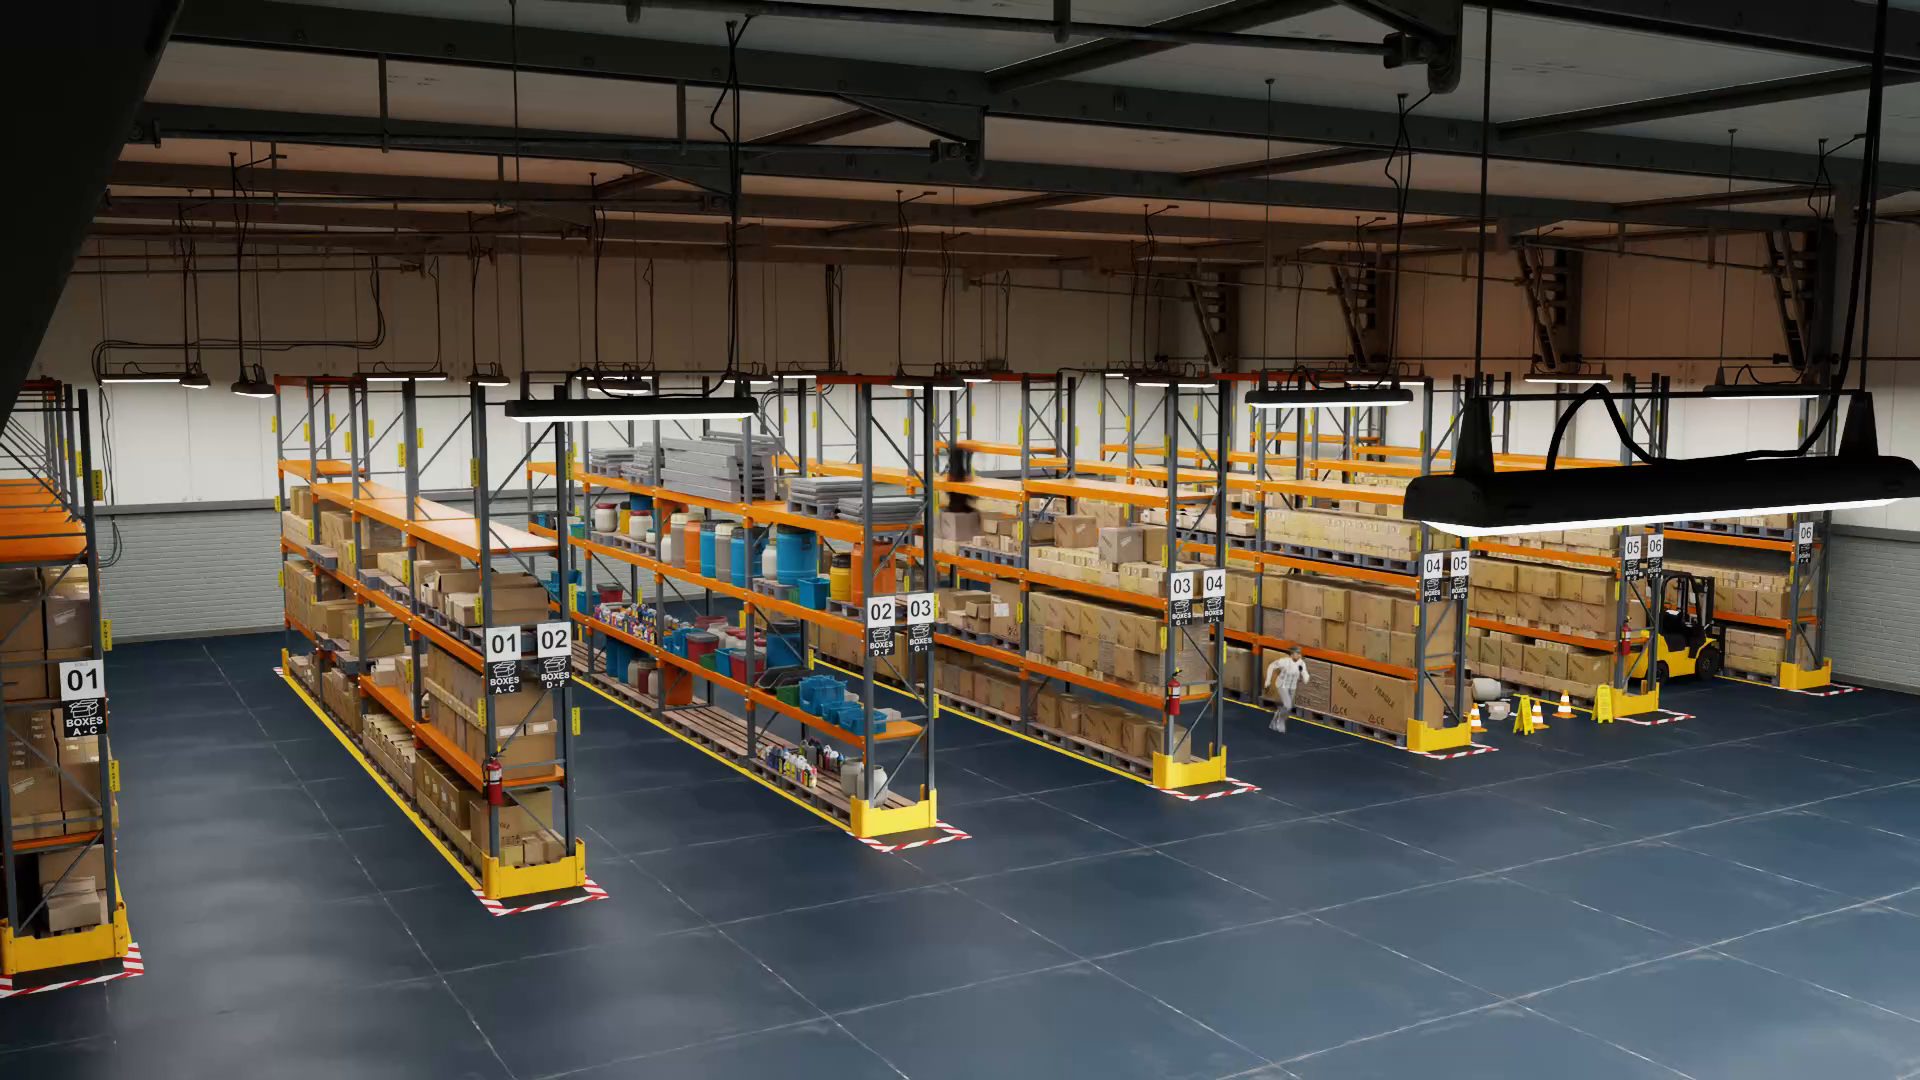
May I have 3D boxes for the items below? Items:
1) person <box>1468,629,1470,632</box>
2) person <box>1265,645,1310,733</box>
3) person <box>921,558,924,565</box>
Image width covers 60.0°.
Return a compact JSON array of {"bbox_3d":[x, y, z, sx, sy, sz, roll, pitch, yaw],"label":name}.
[{"bbox_3d":[10.643,1.514,35.578,0.672,1.785,0.968,-4,7,-31],"label":"person"},{"bbox_3d":[5.513,2.495,27.935,0.610,1.545,0.915,-3,7,-24],"label":"person"},{"bbox_3d":[-0.700,0.857,42.147,0.666,1.761,0.692,6,8,42],"label":"person"}]
